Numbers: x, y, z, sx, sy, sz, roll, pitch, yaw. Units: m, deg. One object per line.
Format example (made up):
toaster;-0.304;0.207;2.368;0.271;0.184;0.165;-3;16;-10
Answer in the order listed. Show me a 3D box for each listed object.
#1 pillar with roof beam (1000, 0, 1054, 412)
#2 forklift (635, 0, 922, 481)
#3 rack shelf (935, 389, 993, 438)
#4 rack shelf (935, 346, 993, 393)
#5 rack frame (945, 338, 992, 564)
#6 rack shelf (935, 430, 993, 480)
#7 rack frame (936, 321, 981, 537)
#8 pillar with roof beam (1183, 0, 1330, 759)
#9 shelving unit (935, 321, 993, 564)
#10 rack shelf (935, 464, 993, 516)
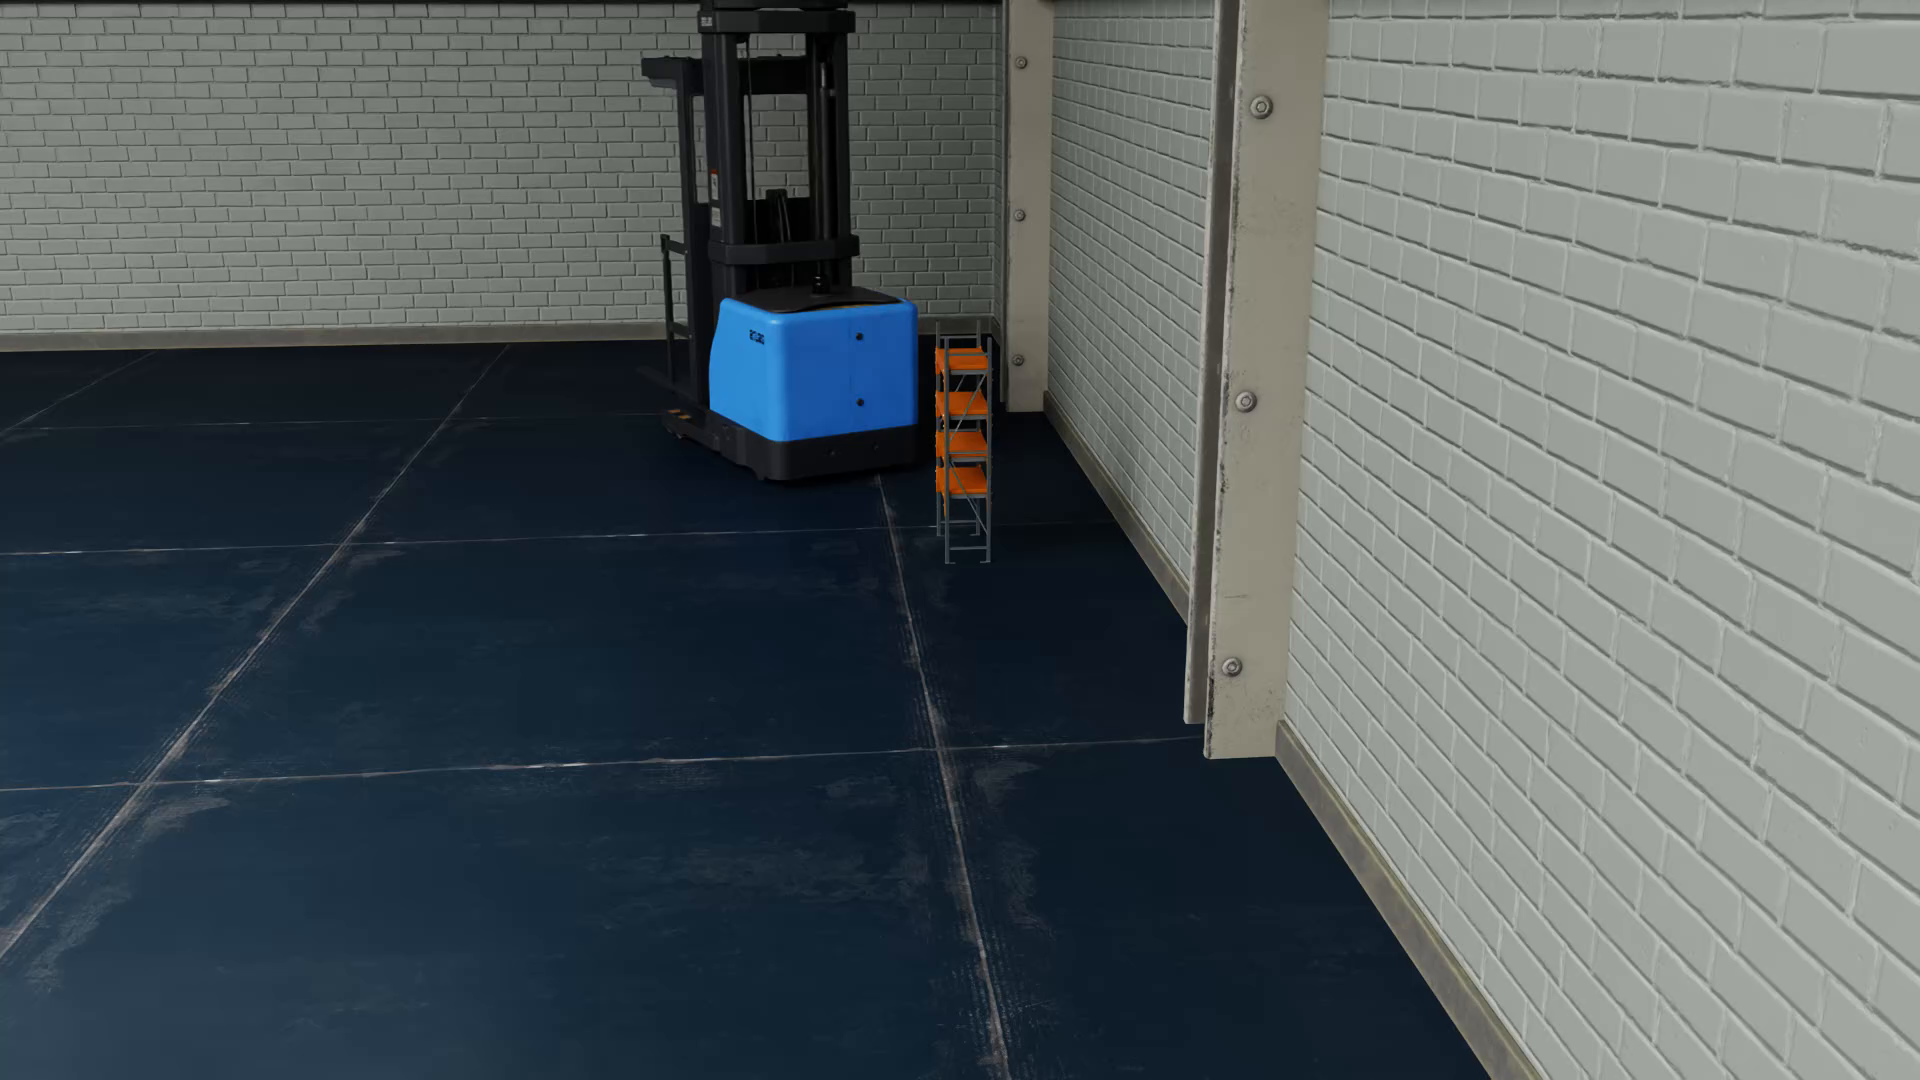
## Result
pillar with roof beam;-3.809;-5.160;10.590;9.100;9.000;0.400;-2;18;-6
forklift;-1.415;-2.150;11.132;1.130;2.935;3.031;-10;20;-28
rack shelf;0.017;-0.672;8.793;0.258;0.148;0.480;-2;18;-6
rack shelf;0.017;-0.898;8.723;0.258;0.148;0.480;-2;18;-6
rack frame;0.042;-0.450;8.609;0.240;1.200;0.015;-2;18;-6
rack shelf;0.017;-0.459;8.860;0.258;0.148;0.480;-2;18;-6
rack frame;-0.008;-0.596;9.072;0.240;1.200;0.015;-2;18;-6
pillar with roof beam;-3.190;-3.373;4.896;9.100;9.000;0.400;-2;18;-6
shelving unit;0.017;-0.523;8.840;0.258;1.200;0.503;-2;18;-6
rack shelf;0.017;-0.270;8.920;0.258;0.148;0.480;-2;18;-6
